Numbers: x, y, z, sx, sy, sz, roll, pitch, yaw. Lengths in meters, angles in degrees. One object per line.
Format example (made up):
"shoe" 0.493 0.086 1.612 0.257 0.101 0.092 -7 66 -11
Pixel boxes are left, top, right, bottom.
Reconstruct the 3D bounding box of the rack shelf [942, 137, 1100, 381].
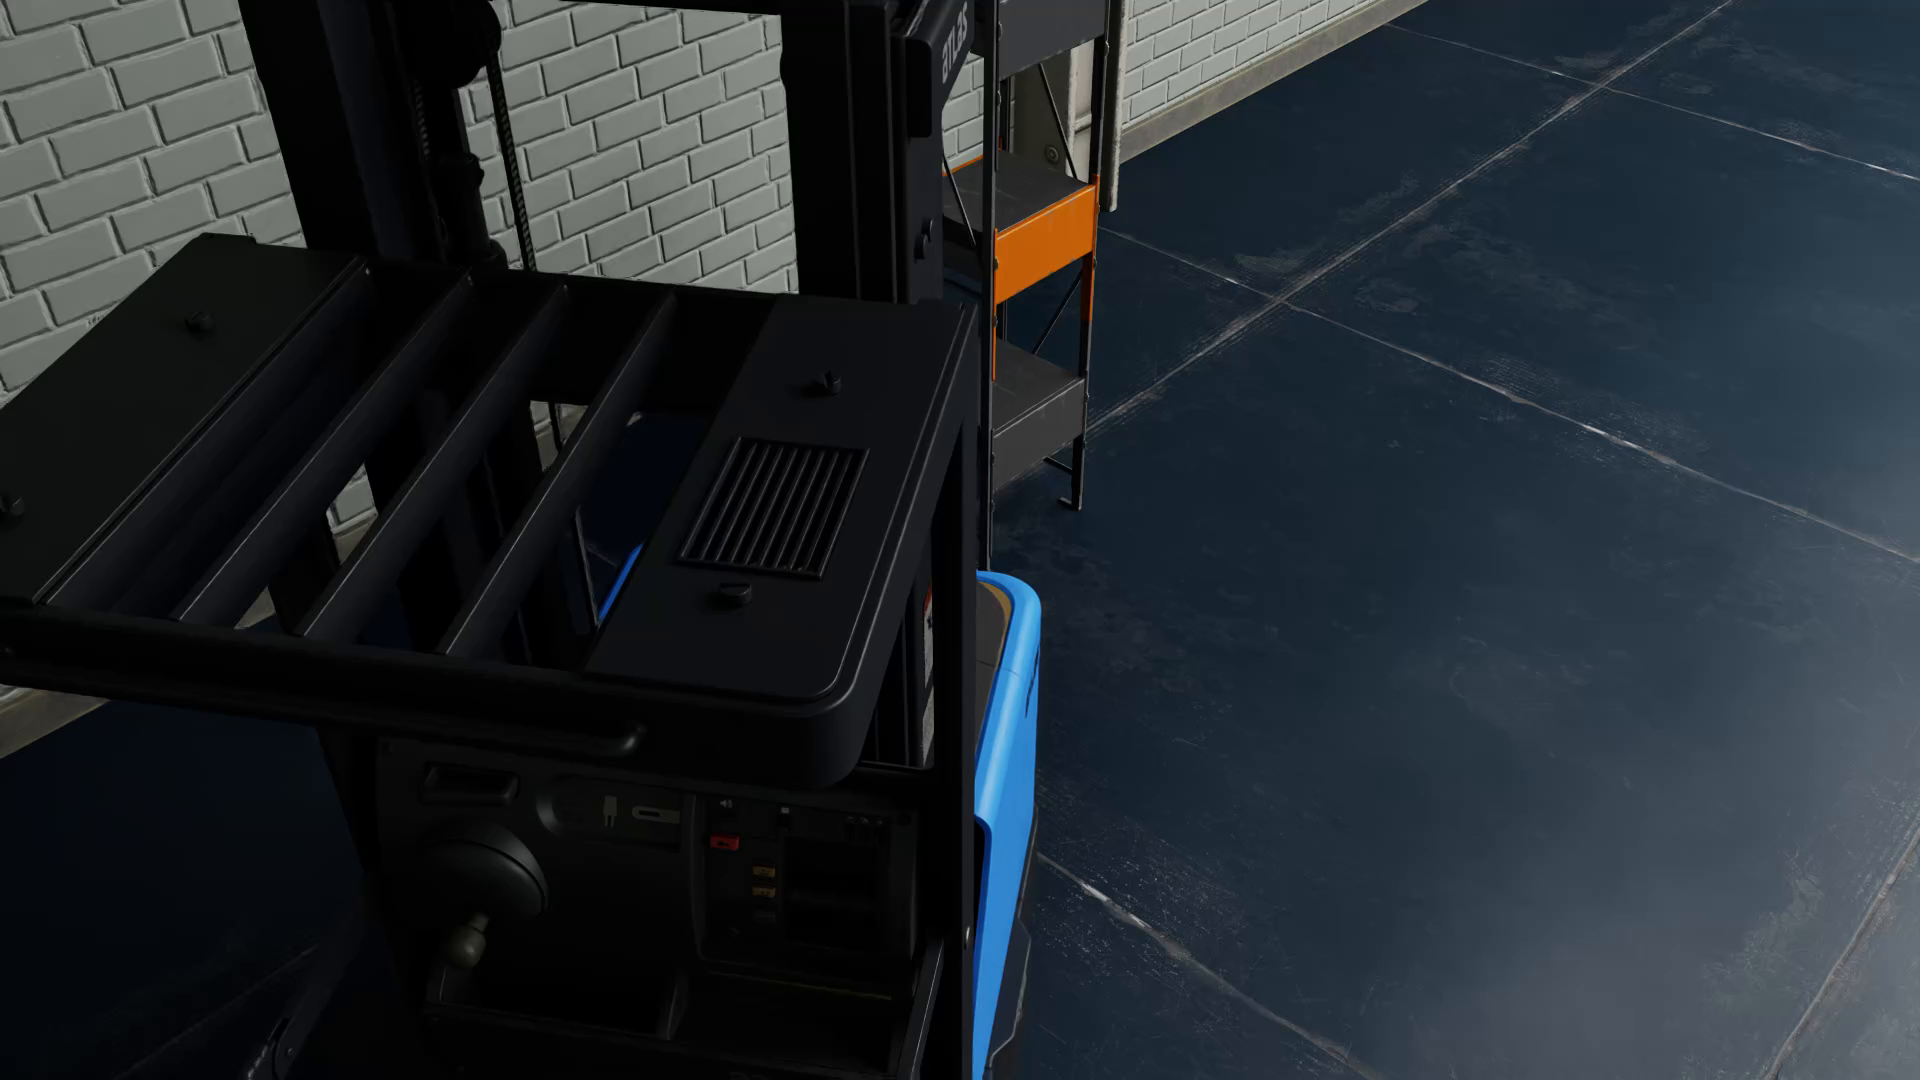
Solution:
"rack shelf" 0.112 -0.887 5.201 0.431 0.518 0.480 30 47 32

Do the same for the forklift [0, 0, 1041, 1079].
"forklift" -0.563 0.627 2.607 1.130 2.935 3.031 6 39 8

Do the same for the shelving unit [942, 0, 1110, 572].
"shelving unit" 0.112 -0.898 5.192 0.431 2.100 0.503 30 47 32

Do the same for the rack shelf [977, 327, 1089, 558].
"rack shelf" 0.112 -0.339 5.636 0.431 0.518 0.480 30 47 32

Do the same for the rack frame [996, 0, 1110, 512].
"rack frame" 0.276 -1.010 5.333 0.400 2.100 0.015 30 47 32

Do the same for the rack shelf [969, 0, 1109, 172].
"rack shelf" 0.112 -1.435 4.765 0.431 0.518 0.480 30 47 32

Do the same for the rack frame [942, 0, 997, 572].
"rack frame" -0.053 -0.786 5.051 0.400 2.100 0.015 30 47 32

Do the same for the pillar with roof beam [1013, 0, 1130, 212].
"pillar with roof beam" 3.658 -3.222 2.571 9.100 9.000 0.400 30 47 32
